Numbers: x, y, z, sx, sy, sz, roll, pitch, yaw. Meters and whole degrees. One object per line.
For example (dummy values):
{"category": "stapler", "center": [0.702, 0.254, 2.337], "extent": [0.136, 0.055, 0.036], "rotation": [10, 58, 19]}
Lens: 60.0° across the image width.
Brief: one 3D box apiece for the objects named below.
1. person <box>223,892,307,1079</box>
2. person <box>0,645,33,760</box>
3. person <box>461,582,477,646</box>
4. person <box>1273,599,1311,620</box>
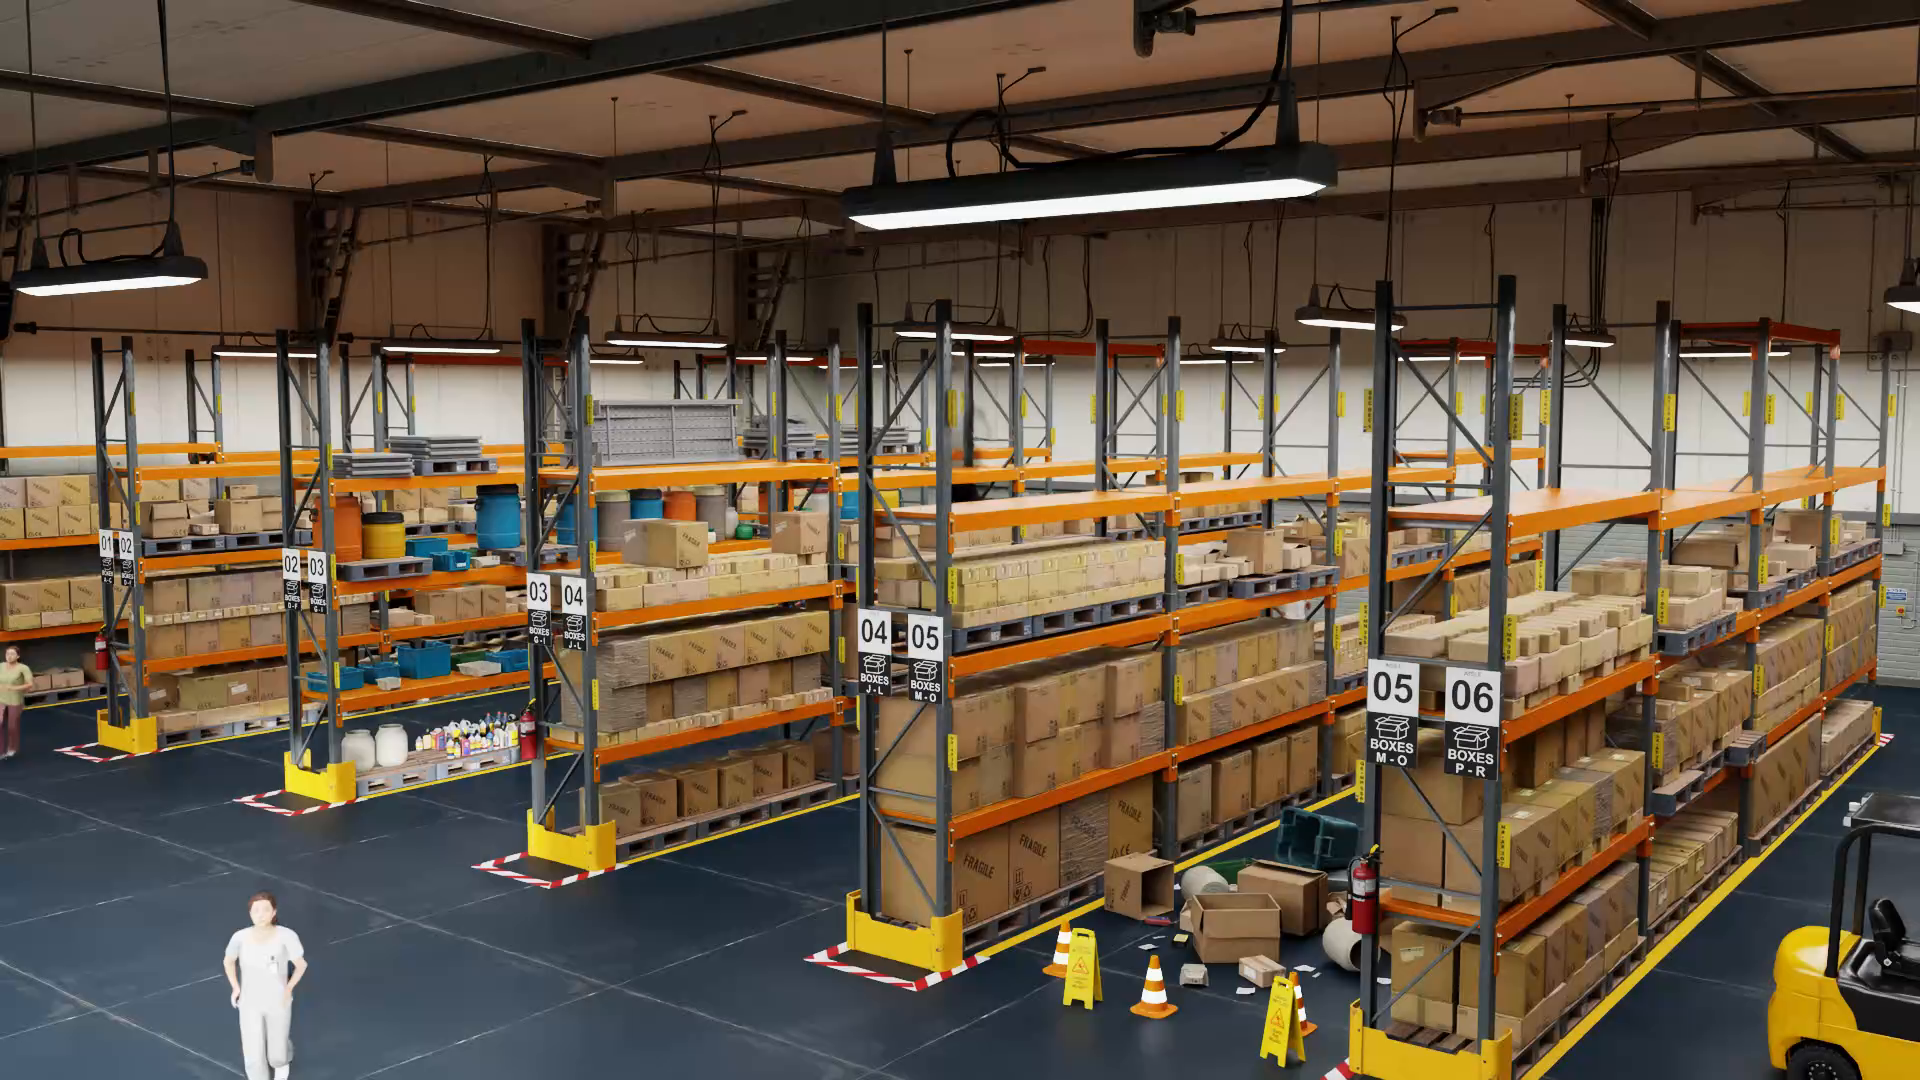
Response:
{"category": "person", "center": [-4.961, 3.322, 11.885], "extent": [0.566, 1.660, 0.818], "rotation": [-1, 5, -15]}
{"category": "person", "center": [-13.312, 2.321, 23.439], "extent": [0.566, 1.724, 0.685], "rotation": [-1, 5, -11]}
{"category": "person", "center": [-9.231, 1.590, 31.457], "extent": [0.600, 1.681, 0.892], "rotation": [2, 6, 26]}
{"category": "person", "center": [6.298, 1.548, 31.418], "extent": [0.704, 1.789, 0.896], "rotation": [-2, 5, -19]}
